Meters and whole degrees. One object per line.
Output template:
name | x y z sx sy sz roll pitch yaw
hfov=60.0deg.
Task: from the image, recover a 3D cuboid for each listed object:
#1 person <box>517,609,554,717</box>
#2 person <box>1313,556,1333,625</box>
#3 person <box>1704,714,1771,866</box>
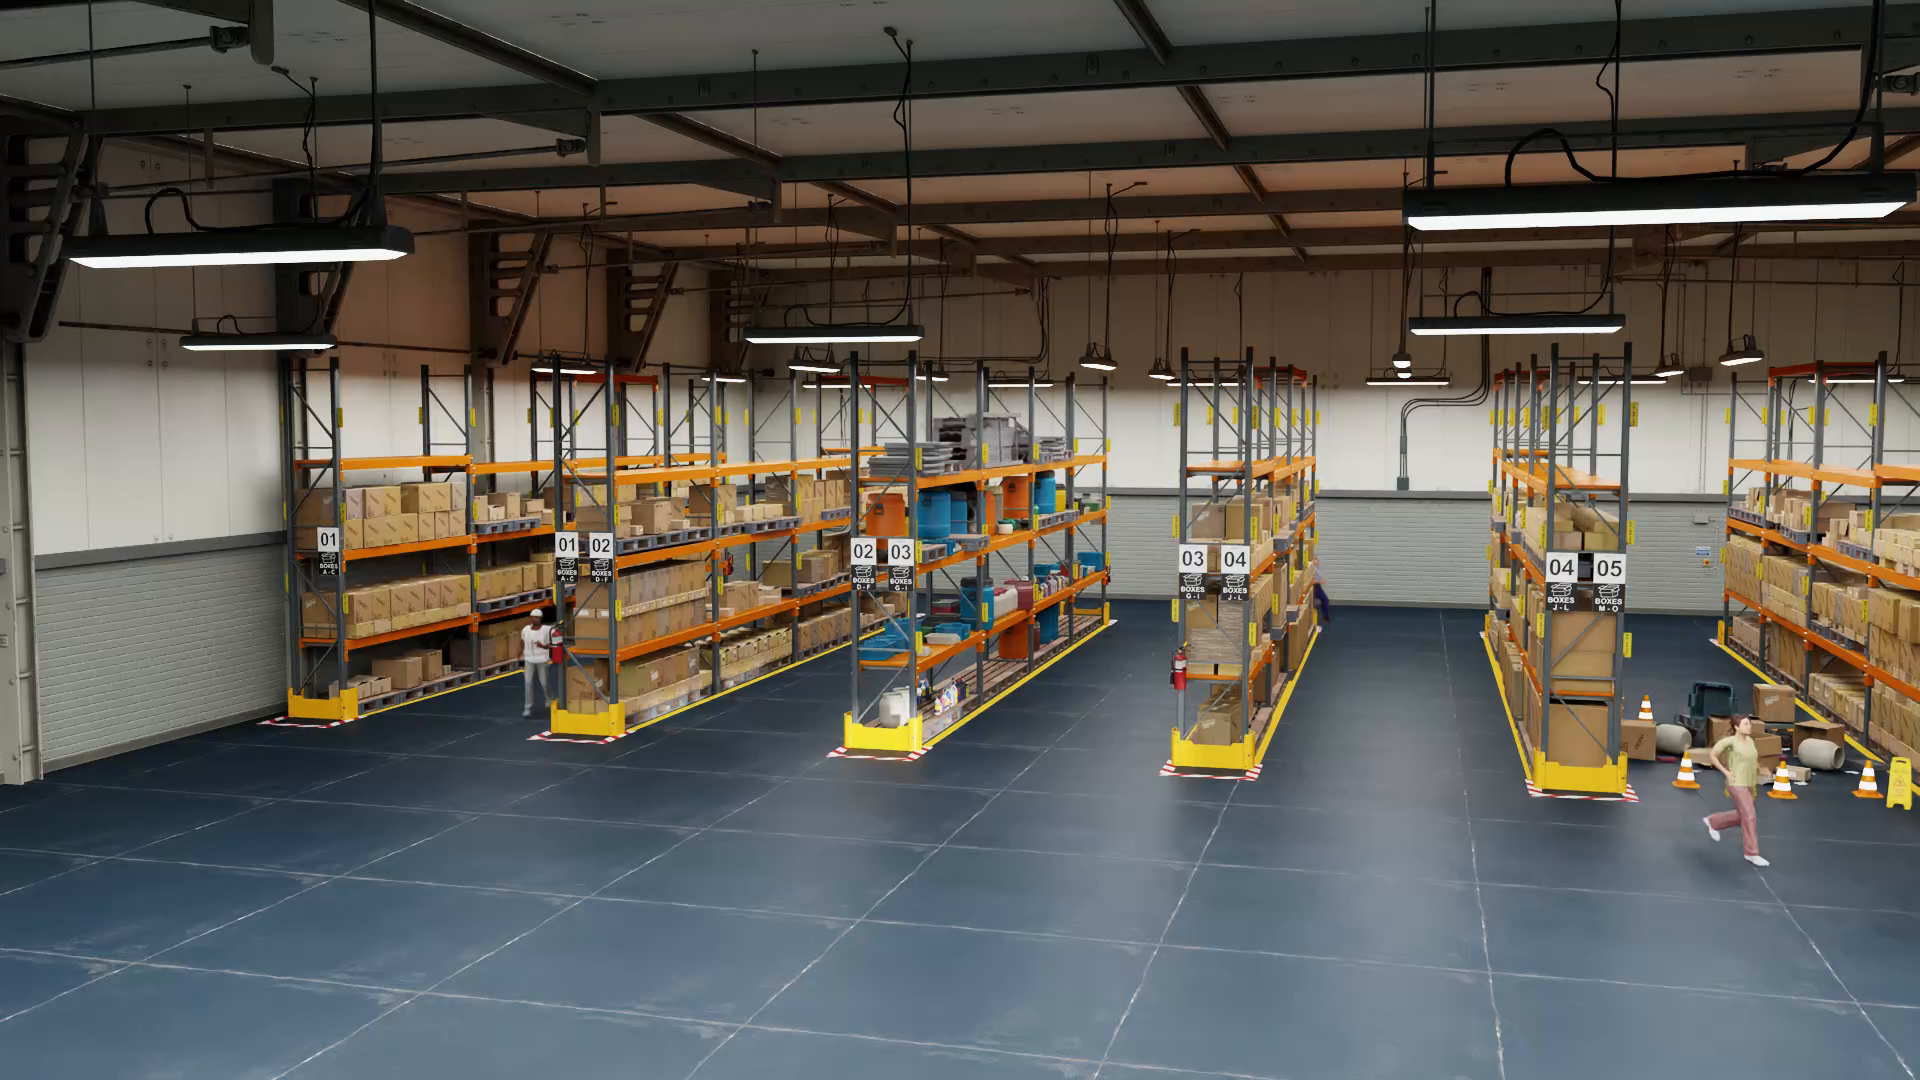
person | -7.133 2.035 28.013 0.700 1.754 0.972 0 4 3
person | 8.593 1.235 40.289 0.831 1.684 0.607 2 5 26
person | 8.831 2.796 18.908 0.579 1.669 0.879 -2 5 -28
